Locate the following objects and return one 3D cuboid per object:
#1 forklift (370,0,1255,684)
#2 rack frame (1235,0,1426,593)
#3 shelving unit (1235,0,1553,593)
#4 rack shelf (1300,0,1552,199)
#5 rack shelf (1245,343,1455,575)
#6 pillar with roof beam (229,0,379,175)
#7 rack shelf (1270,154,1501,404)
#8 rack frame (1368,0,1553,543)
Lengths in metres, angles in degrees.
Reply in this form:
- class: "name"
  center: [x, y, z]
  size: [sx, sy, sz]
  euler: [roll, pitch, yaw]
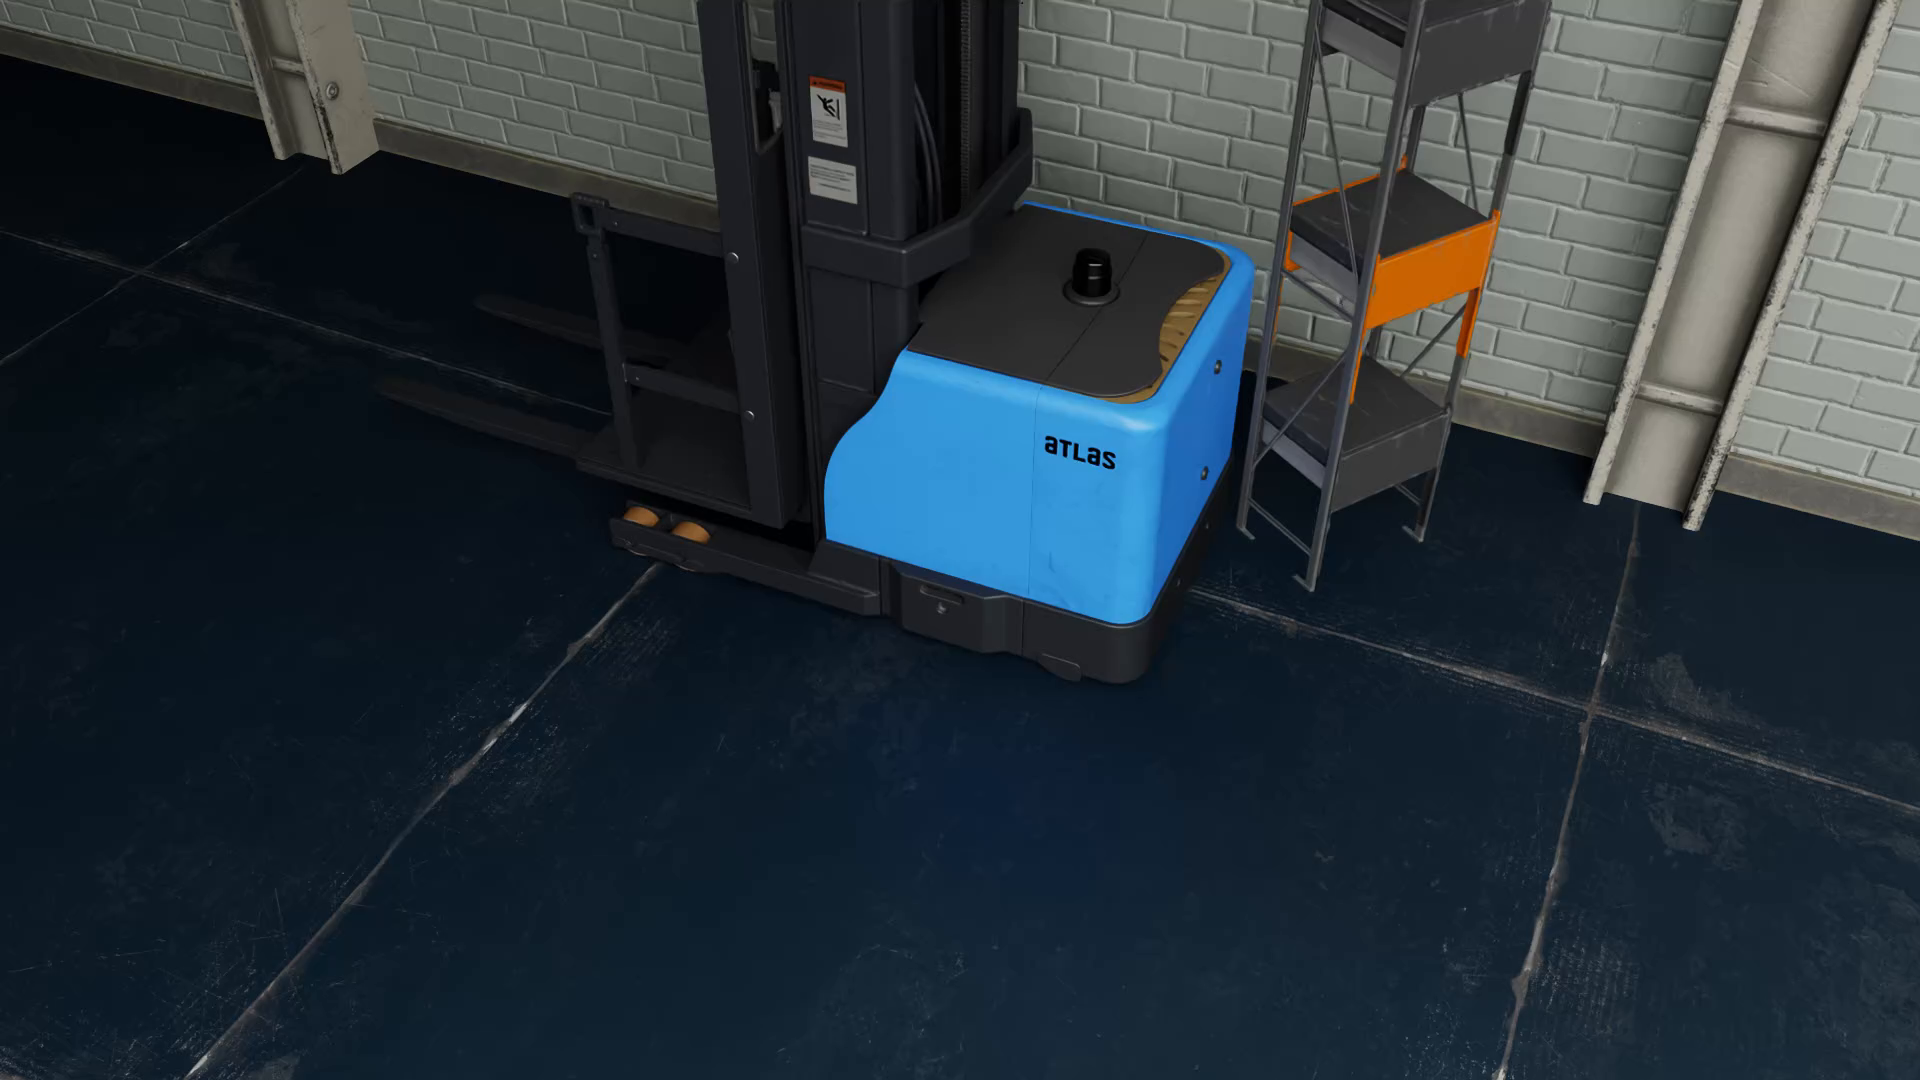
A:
- class: "forklift"
  center: [-0.633, -1.302, 5.014]
  size: [3.031, 2.935, 1.130]
  euler: [16, 43, 18]
- class: "rack frame"
  center: [1.071, -0.730, 4.989]
  size: [0.015, 2.100, 0.400]
  euler: [-22, 45, -23]
- class: "shelving unit"
  center: [1.279, -0.813, 5.085]
  size: [0.503, 2.100, 0.431]
  euler: [-22, 45, -23]
- class: "rack shelf"
  center: [1.279, -1.332, 4.636]
  size: [0.480, 0.518, 0.431]
  euler: [-22, 45, -23]
- class: "rack shelf"
  center: [1.279, -0.274, 5.553]
  size: [0.480, 0.518, 0.431]
  euler: [-22, 45, -23]
- class: "pillar with roof beam"
  center: [-4.803, -2.682, 1.973]
  size: [0.400, 9.000, 9.100]
  euler: [17, 44, 19]
- class: "rack shelf"
  center: [1.279, -0.803, 5.094]
  size: [0.480, 0.518, 0.431]
  euler: [-22, 45, -23]
- class: "rack frame"
  center: [1.487, -0.897, 5.181]
  size: [0.015, 2.100, 0.400]
  euler: [-22, 45, -23]
